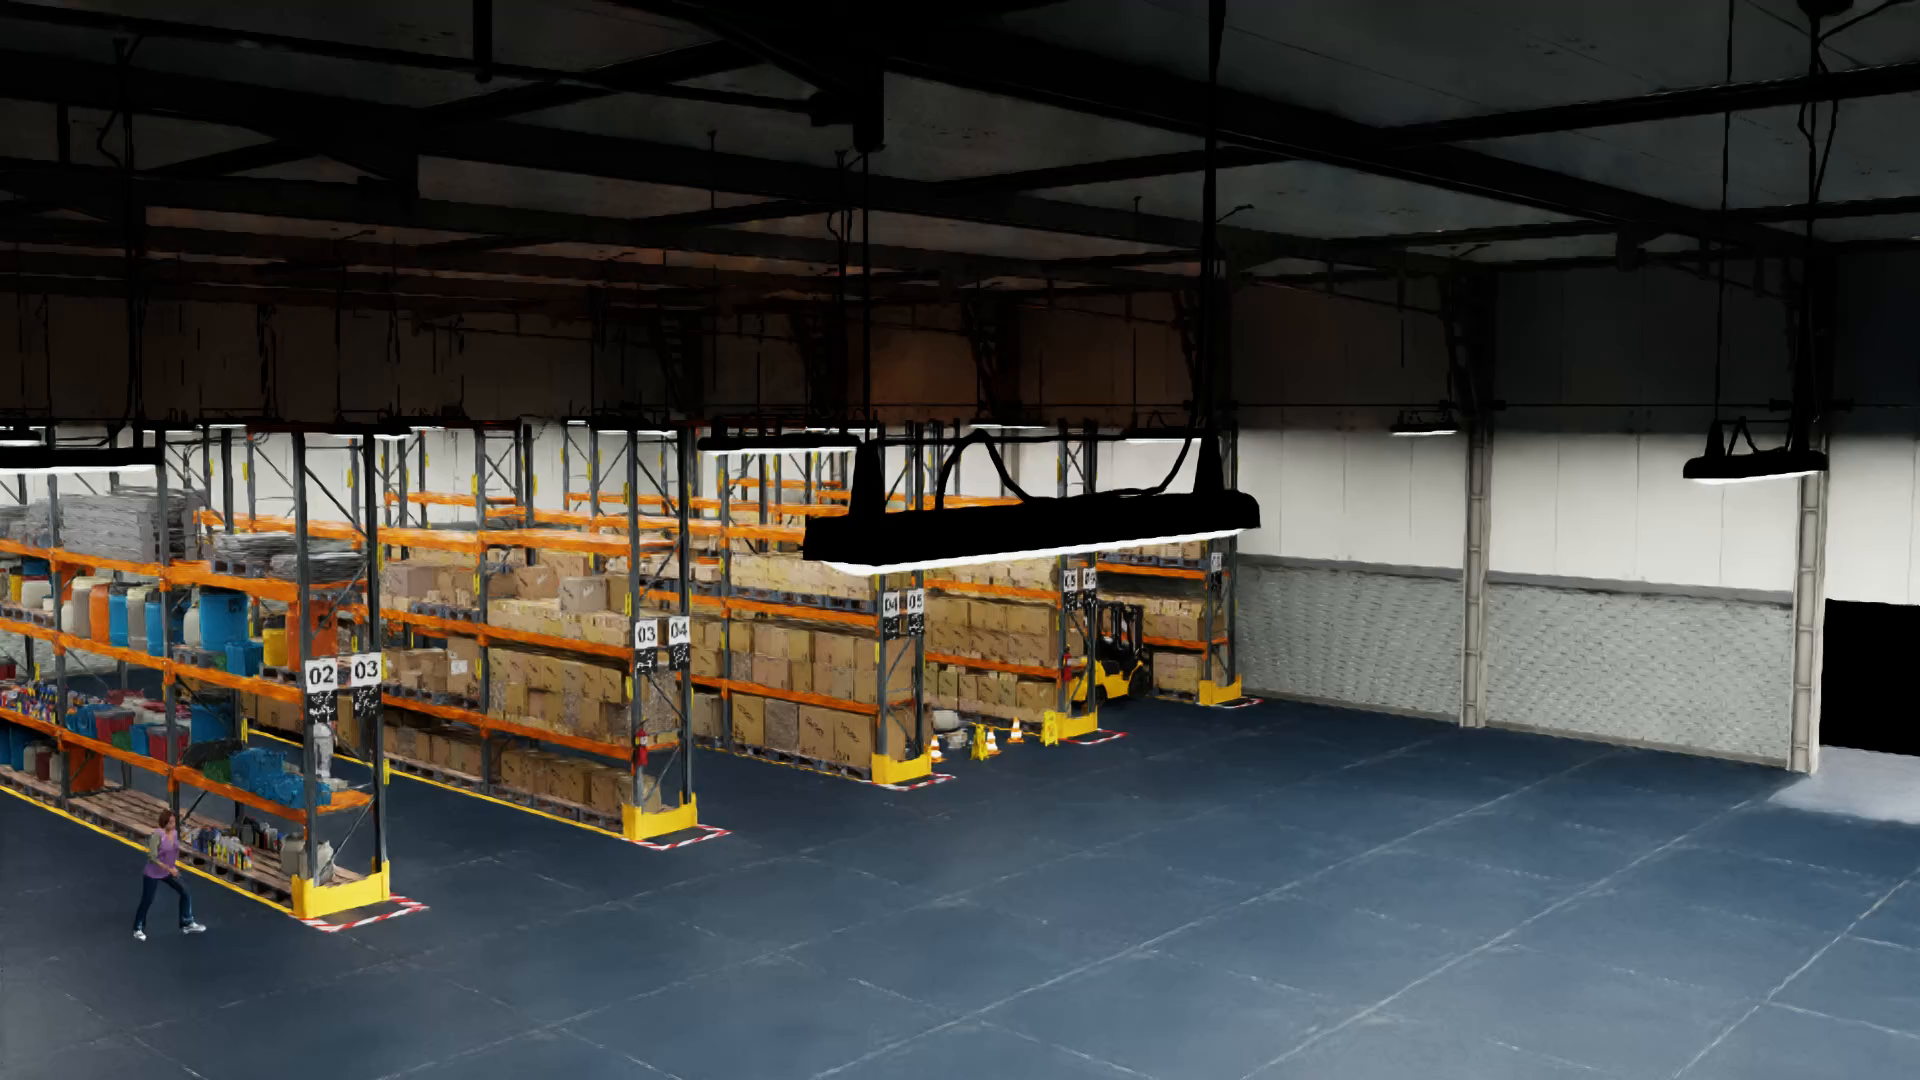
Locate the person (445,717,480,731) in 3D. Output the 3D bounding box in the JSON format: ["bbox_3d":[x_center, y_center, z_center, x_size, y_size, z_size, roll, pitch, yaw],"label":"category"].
[{"bbox_3d":[-9.462,2.908,31.619,1.105,1.643,0.546,4,6,40],"label":"person"}]

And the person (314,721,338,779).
[{"bbox_3d":[-10.405,3.202,27.145,0.605,1.789,0.451,1,5,13],"label":"person"}]

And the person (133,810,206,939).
[{"bbox_3d":[-9.451,3.964,19.721,0.733,1.501,0.569,2,5,21],"label":"person"}]
